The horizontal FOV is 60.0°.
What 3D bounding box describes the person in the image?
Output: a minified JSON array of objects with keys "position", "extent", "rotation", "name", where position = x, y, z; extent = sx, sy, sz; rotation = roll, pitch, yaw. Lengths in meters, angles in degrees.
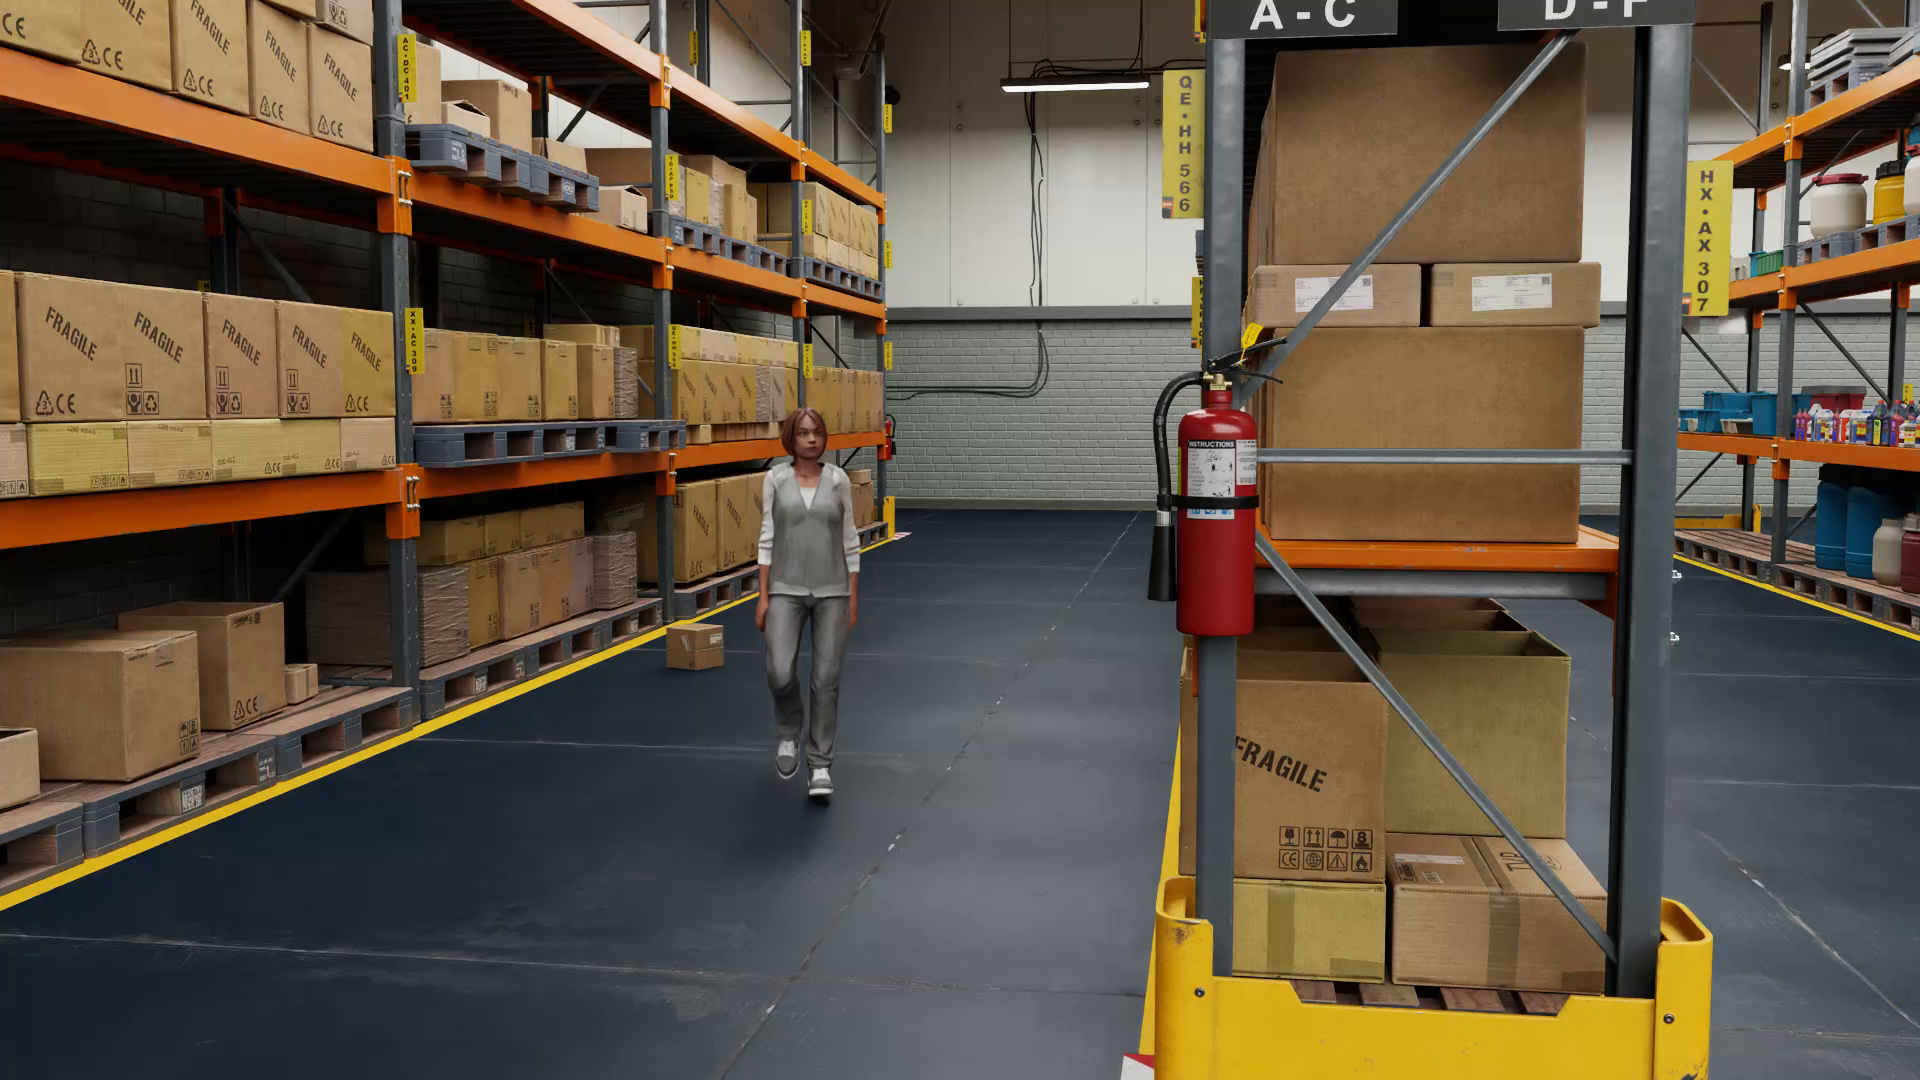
[{"position":[-0.620,0.246,6.829],"extent":[0.435,1.590,0.446],"rotation":[-1,5,-8],"name":"person"}]
